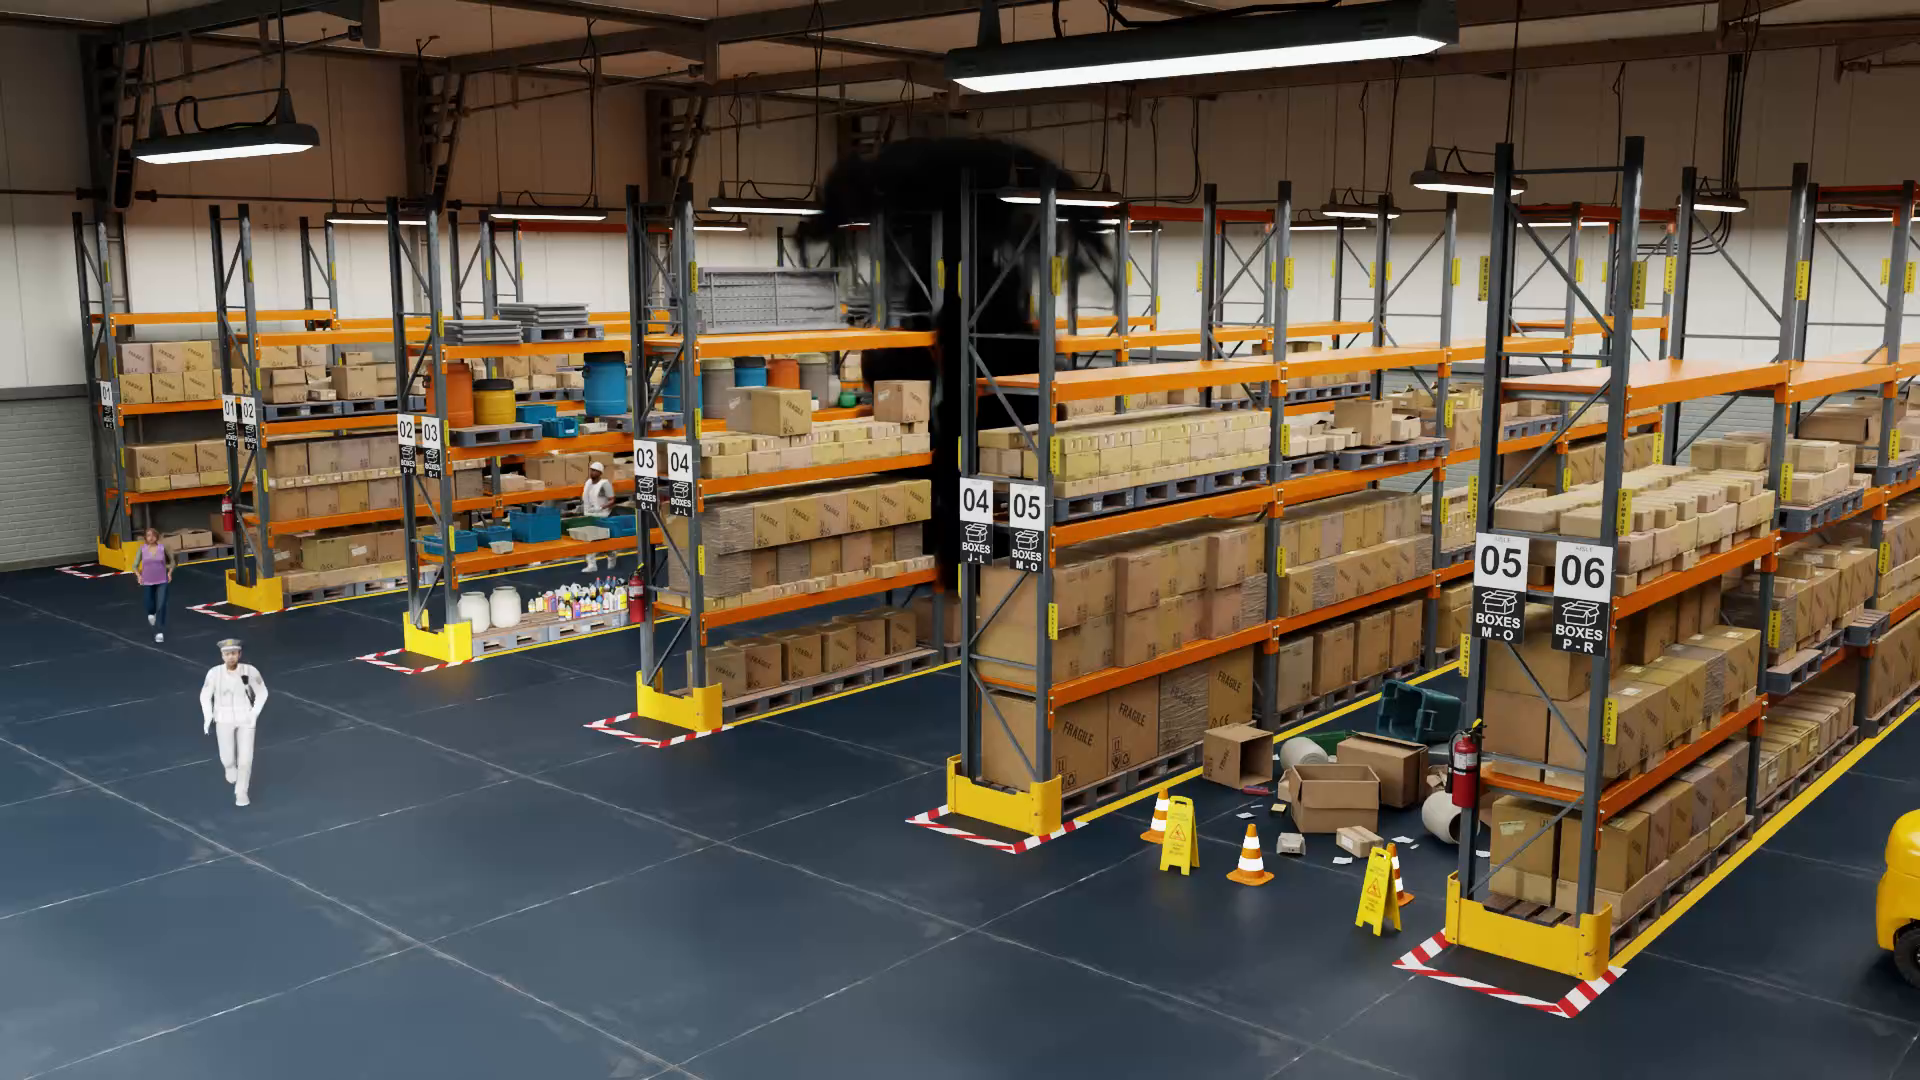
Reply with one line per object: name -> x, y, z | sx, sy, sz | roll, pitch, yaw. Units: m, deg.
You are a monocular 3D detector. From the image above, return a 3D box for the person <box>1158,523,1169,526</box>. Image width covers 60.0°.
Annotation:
person -> 2.897, 0.270, 22.946 | 0.535, 1.744, 0.599 | 7, 12, 37

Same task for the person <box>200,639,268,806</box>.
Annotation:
person -> -6.982, 1.725, 16.037 | 0.605, 1.644, 0.581 | -4, 10, -21

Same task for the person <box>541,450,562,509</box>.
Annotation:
person -> -7.696, -0.878, 31.313 | 0.655, 1.722, 0.603 | 6, 11, 34

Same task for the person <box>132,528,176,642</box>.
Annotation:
person -> -11.138, 0.600, 23.024 | 0.545, 1.571, 0.652 | -5, 11, -27

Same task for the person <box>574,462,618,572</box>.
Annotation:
person -> -5.784, -0.366, 26.432 | 0.688, 1.751, 0.656 | 7, 12, 36
